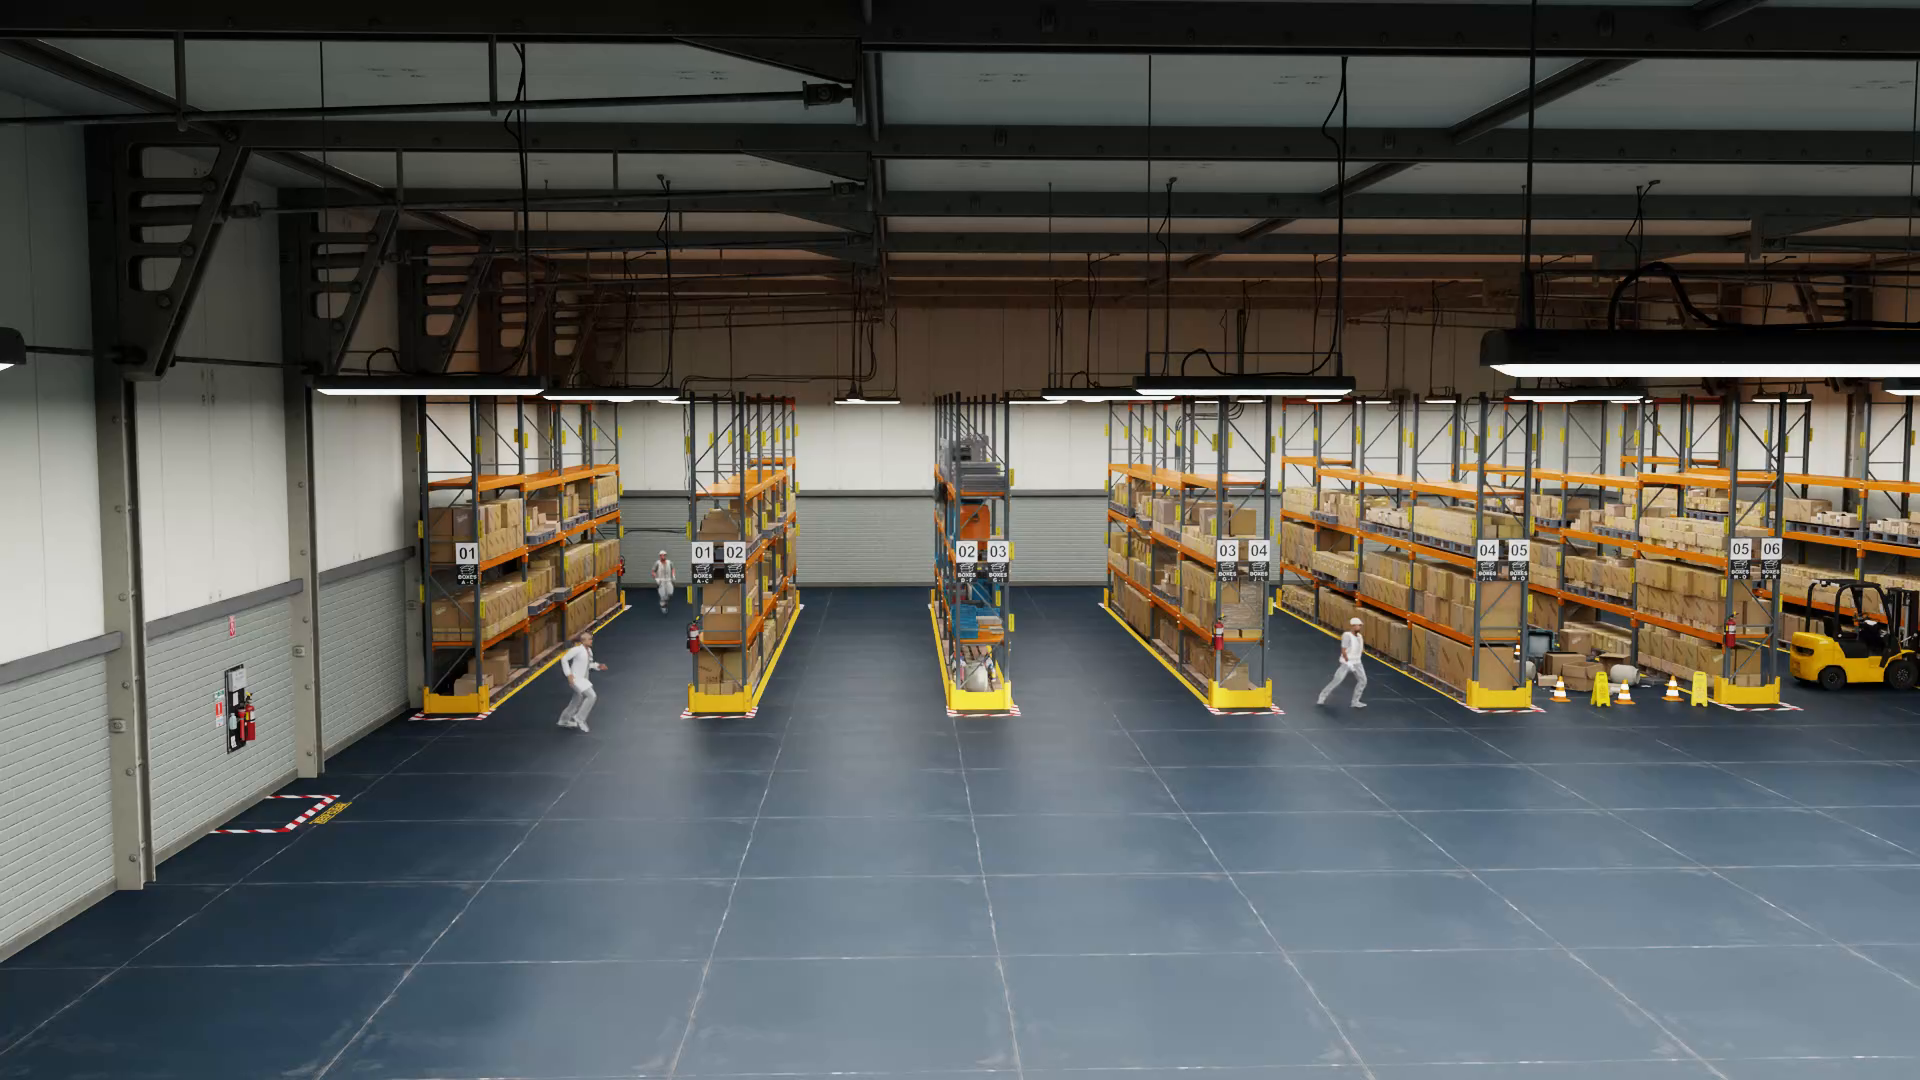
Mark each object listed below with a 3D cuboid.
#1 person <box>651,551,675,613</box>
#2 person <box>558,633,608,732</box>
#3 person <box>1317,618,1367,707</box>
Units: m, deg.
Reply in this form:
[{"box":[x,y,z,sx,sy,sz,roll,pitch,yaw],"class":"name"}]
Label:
[{"box":[-8.170,1.167,46.009,0.681,1.744,0.523,-2,5,-25],"class":"person"},{"box":[-6.733,2.515,29.432,0.932,1.750,0.721,1,5,12],"class":"person"},{"box":[7.272,2.333,31.641,0.850,1.718,0.731,-4,6,-37],"class":"person"}]
